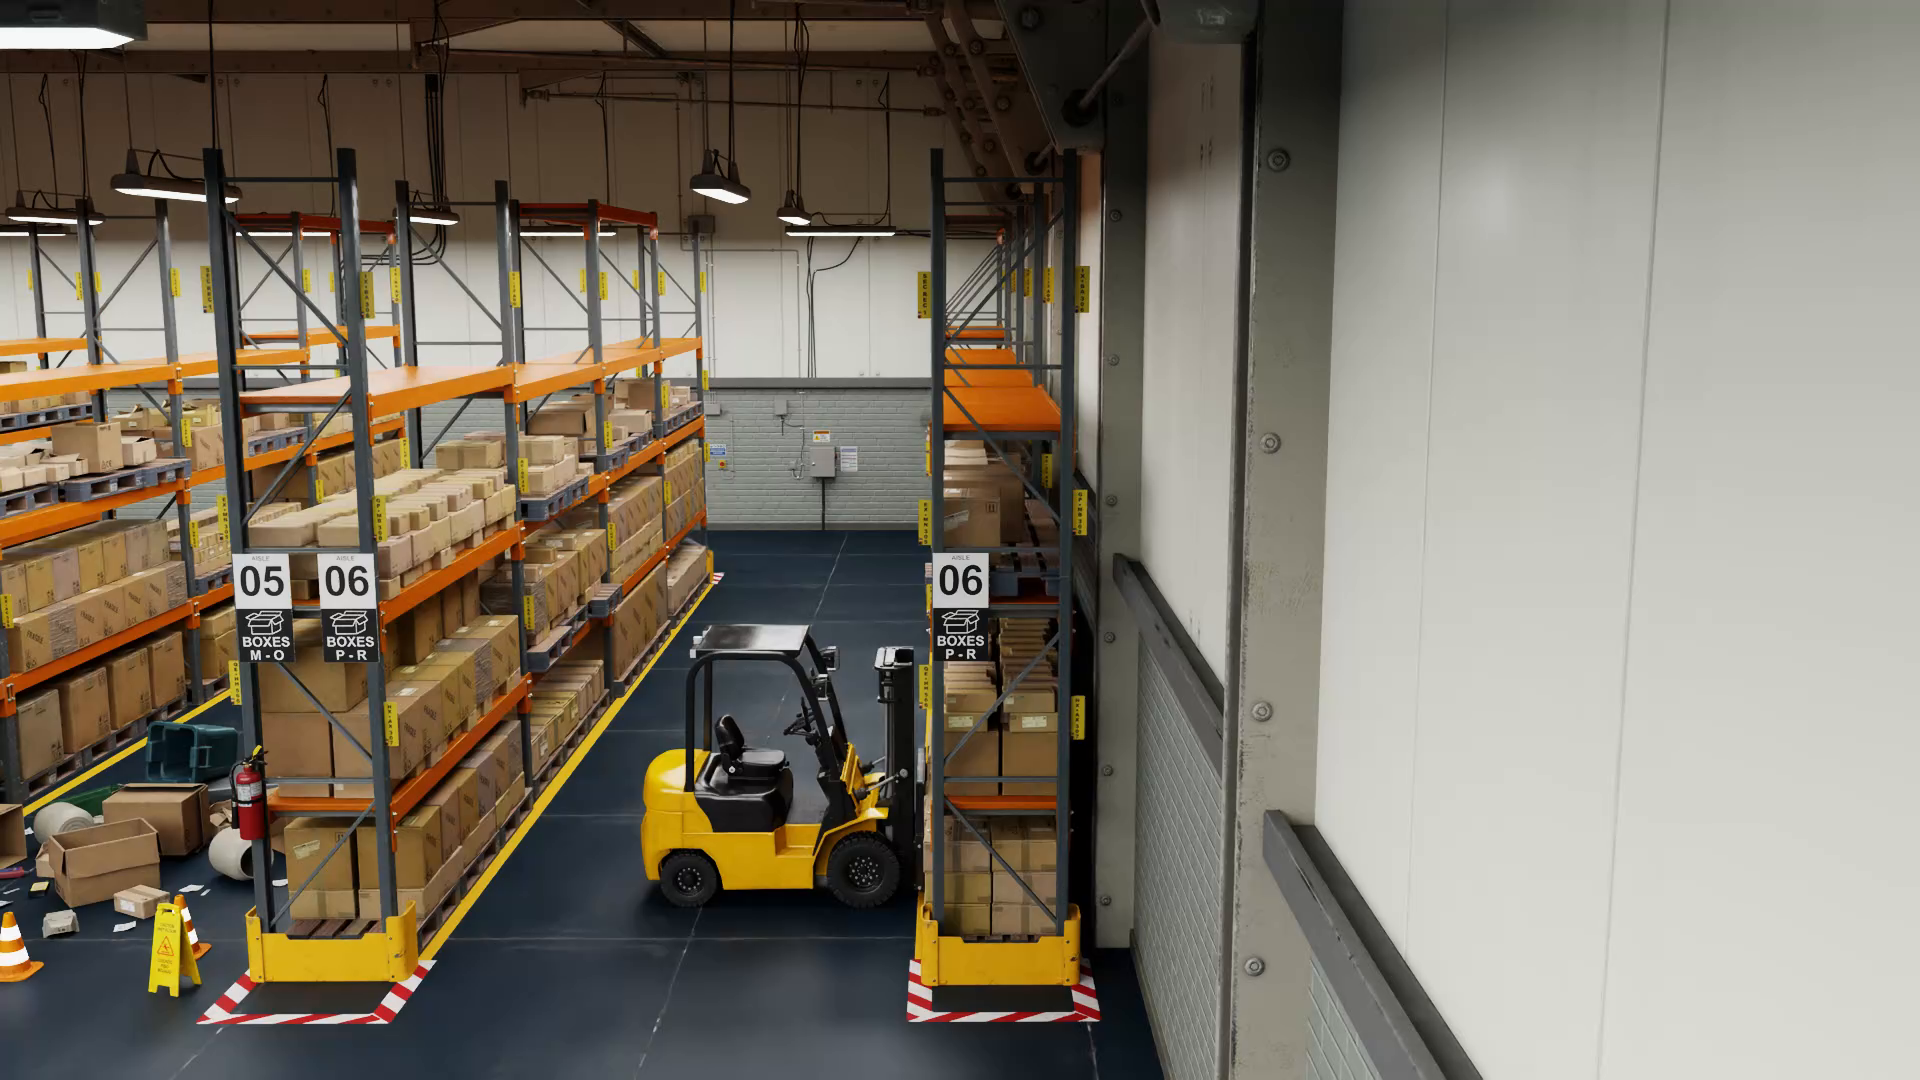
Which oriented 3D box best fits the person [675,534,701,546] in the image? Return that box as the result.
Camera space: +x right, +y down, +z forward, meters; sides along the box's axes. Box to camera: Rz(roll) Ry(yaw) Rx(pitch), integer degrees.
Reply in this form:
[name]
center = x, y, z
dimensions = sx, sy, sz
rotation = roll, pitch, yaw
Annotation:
[person]
center = -4.929, -0.339, 29.250
dimensions = 0.666, 1.712, 0.711
rotation = 4, 10, 25
